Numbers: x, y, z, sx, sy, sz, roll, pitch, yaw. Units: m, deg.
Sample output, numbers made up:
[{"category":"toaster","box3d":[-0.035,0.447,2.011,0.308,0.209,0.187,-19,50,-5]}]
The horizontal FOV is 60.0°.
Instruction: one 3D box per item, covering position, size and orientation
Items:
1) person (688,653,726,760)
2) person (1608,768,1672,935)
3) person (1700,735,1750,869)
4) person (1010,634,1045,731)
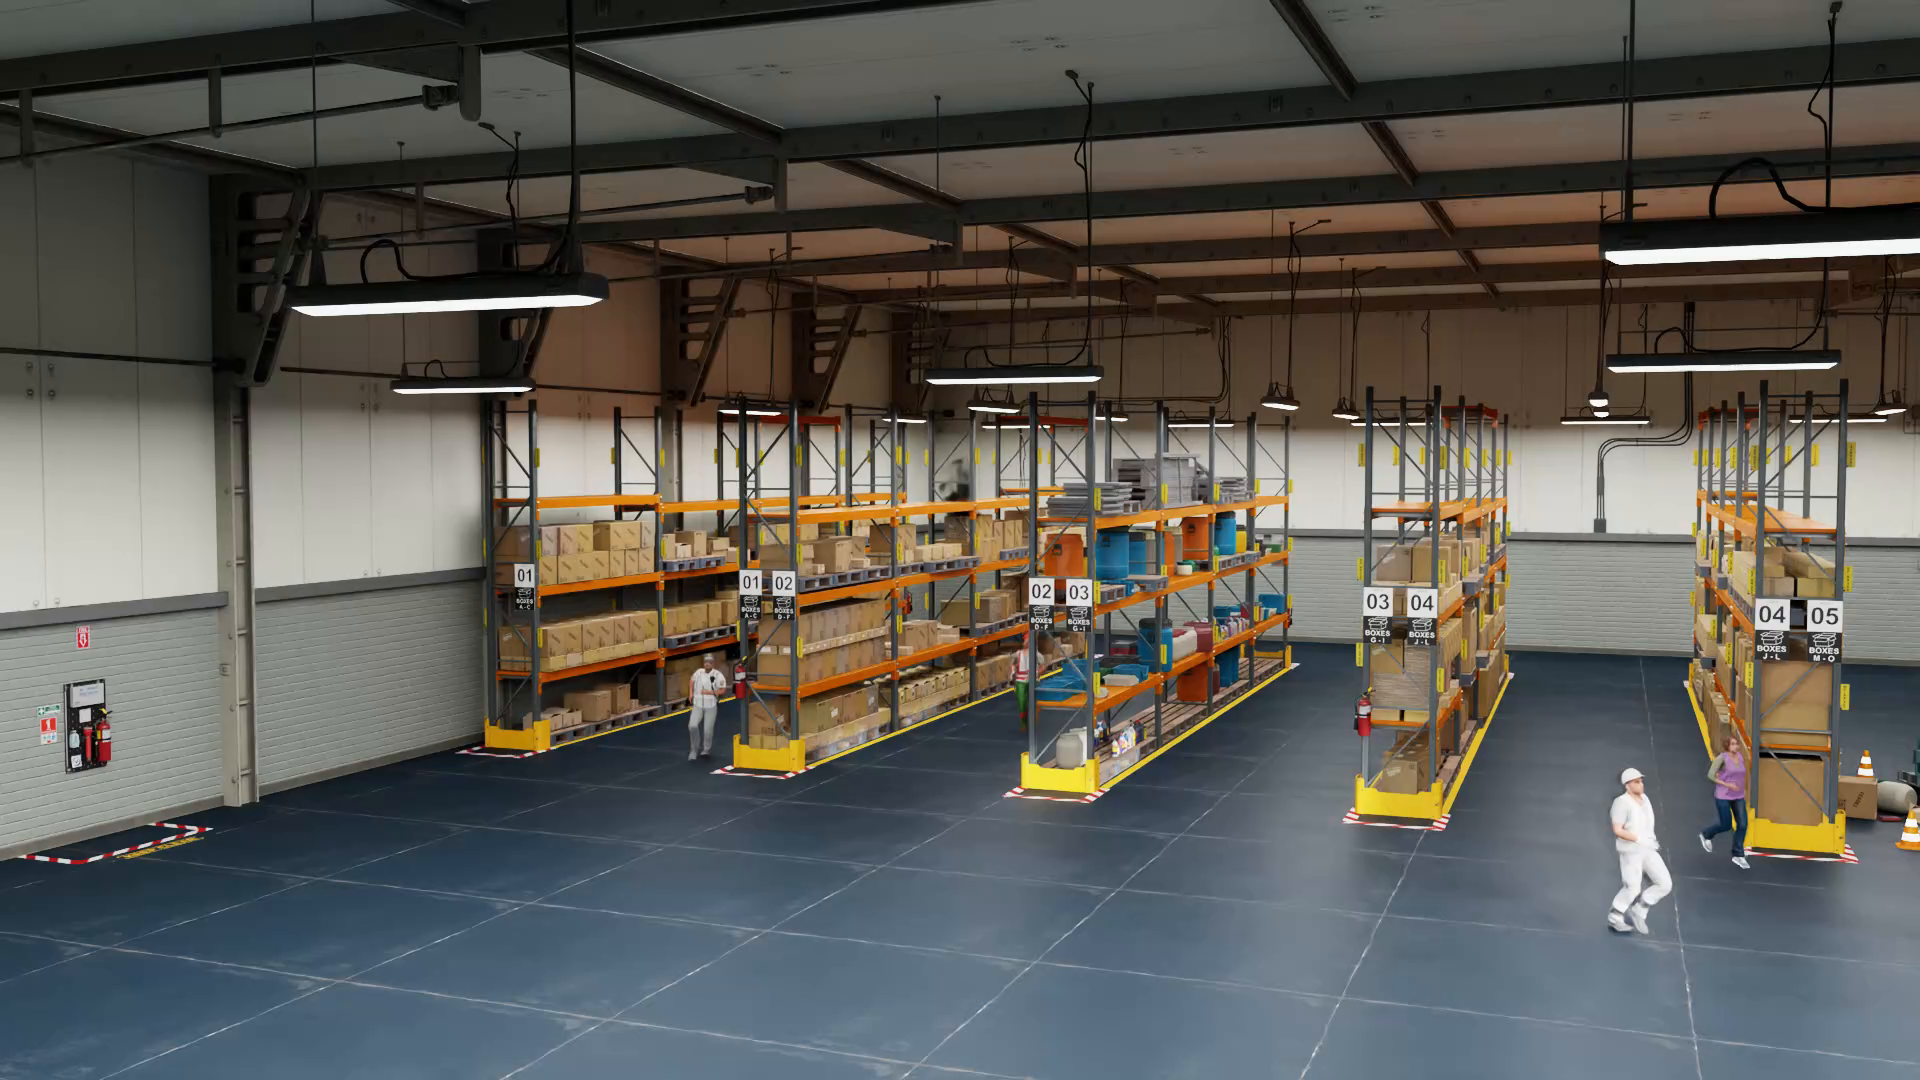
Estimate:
[{"category":"person","box3d":[-4.220,2.773,27.702,0.661,1.799,0.673,0,3,2]},{"category":"person","box3d":[7.104,3.261,17.398,0.673,1.751,0.656,-2,3,-30]},{"category":"person","box3d":[9.472,3.198,20.549,0.556,1.606,0.726,-1,3,-17]},{"category":"person","box3d":[1.226,2.599,30.429,0.663,1.746,0.780,0,3,10]}]
